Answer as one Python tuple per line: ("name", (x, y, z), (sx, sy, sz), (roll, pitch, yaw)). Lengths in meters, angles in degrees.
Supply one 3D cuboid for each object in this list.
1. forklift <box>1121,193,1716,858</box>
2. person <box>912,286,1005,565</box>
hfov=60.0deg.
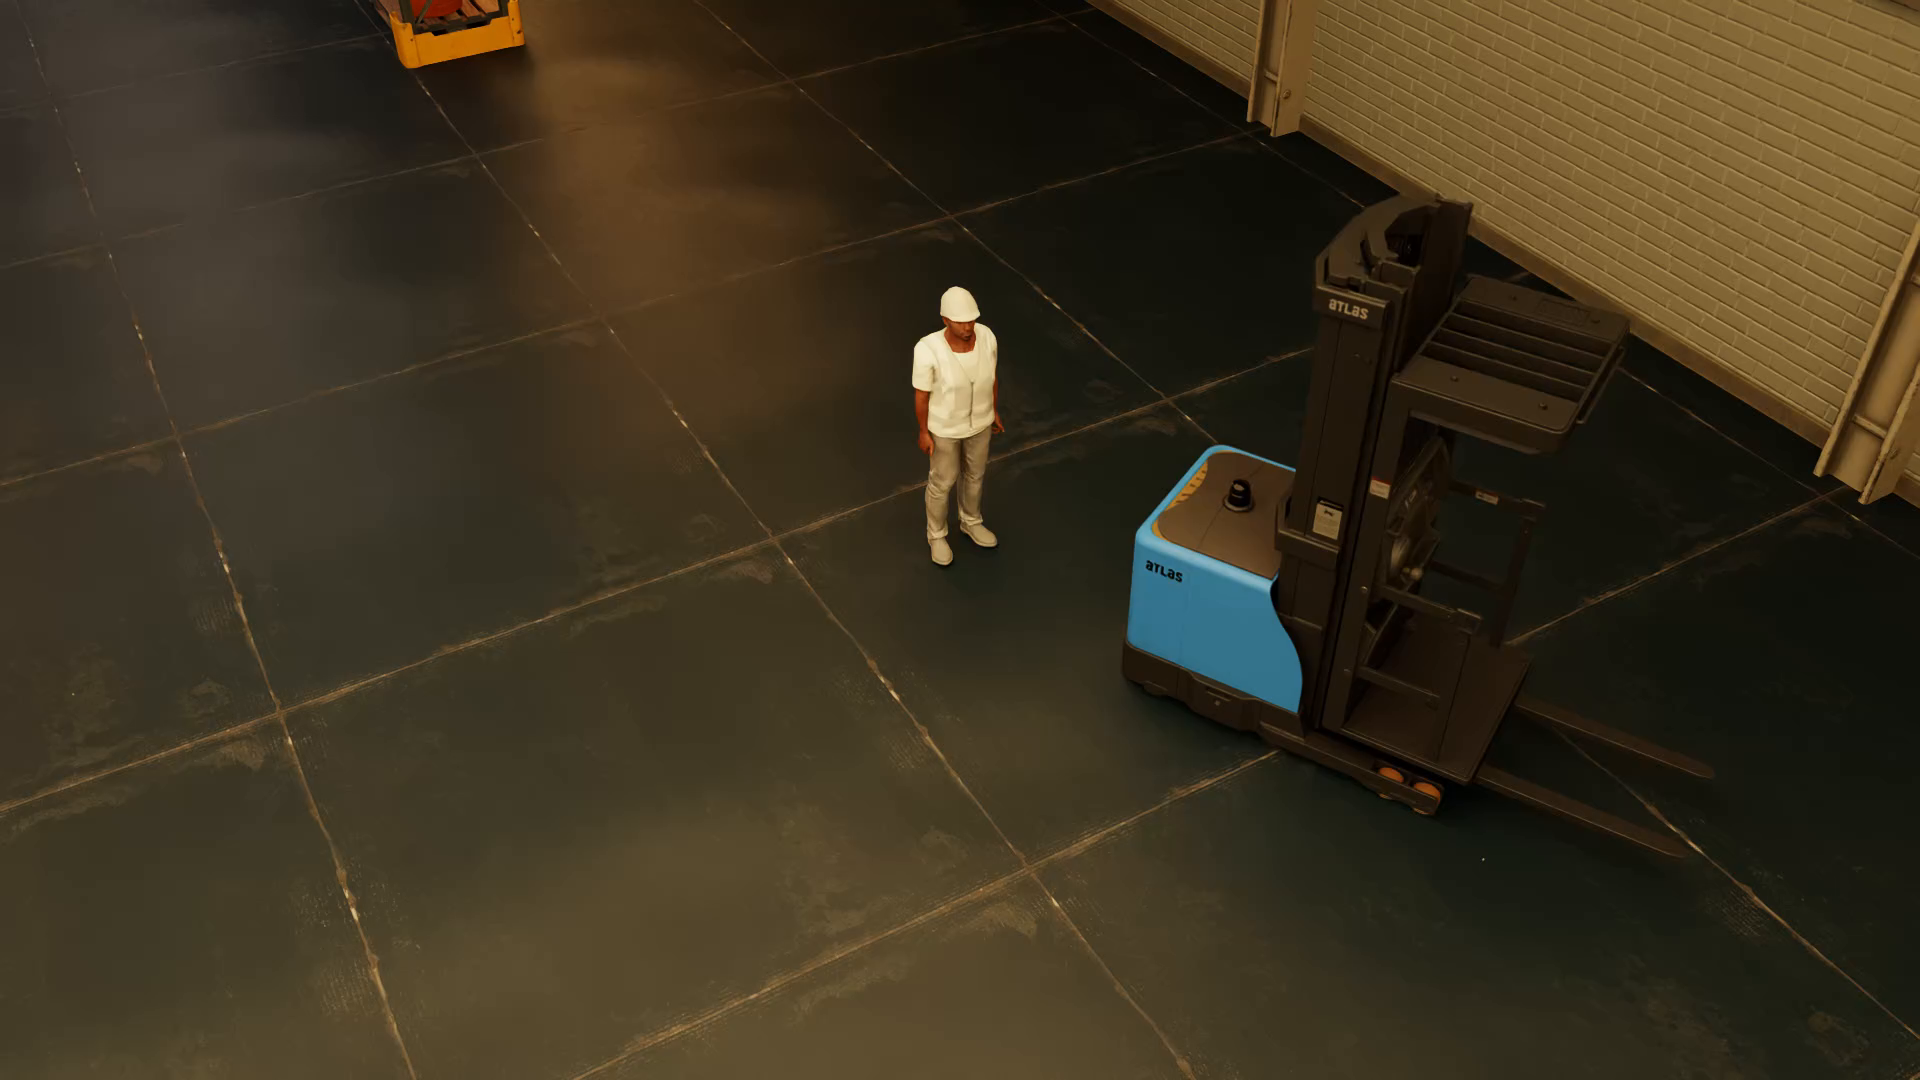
("forklift", (2.428, -0.098, 8.154), (3.031, 2.935, 1.130), (22, 44, 24))
("person", (0.010, -0.681, 9.771), (0.556, 1.770, 0.388), (-20, 44, -23))
